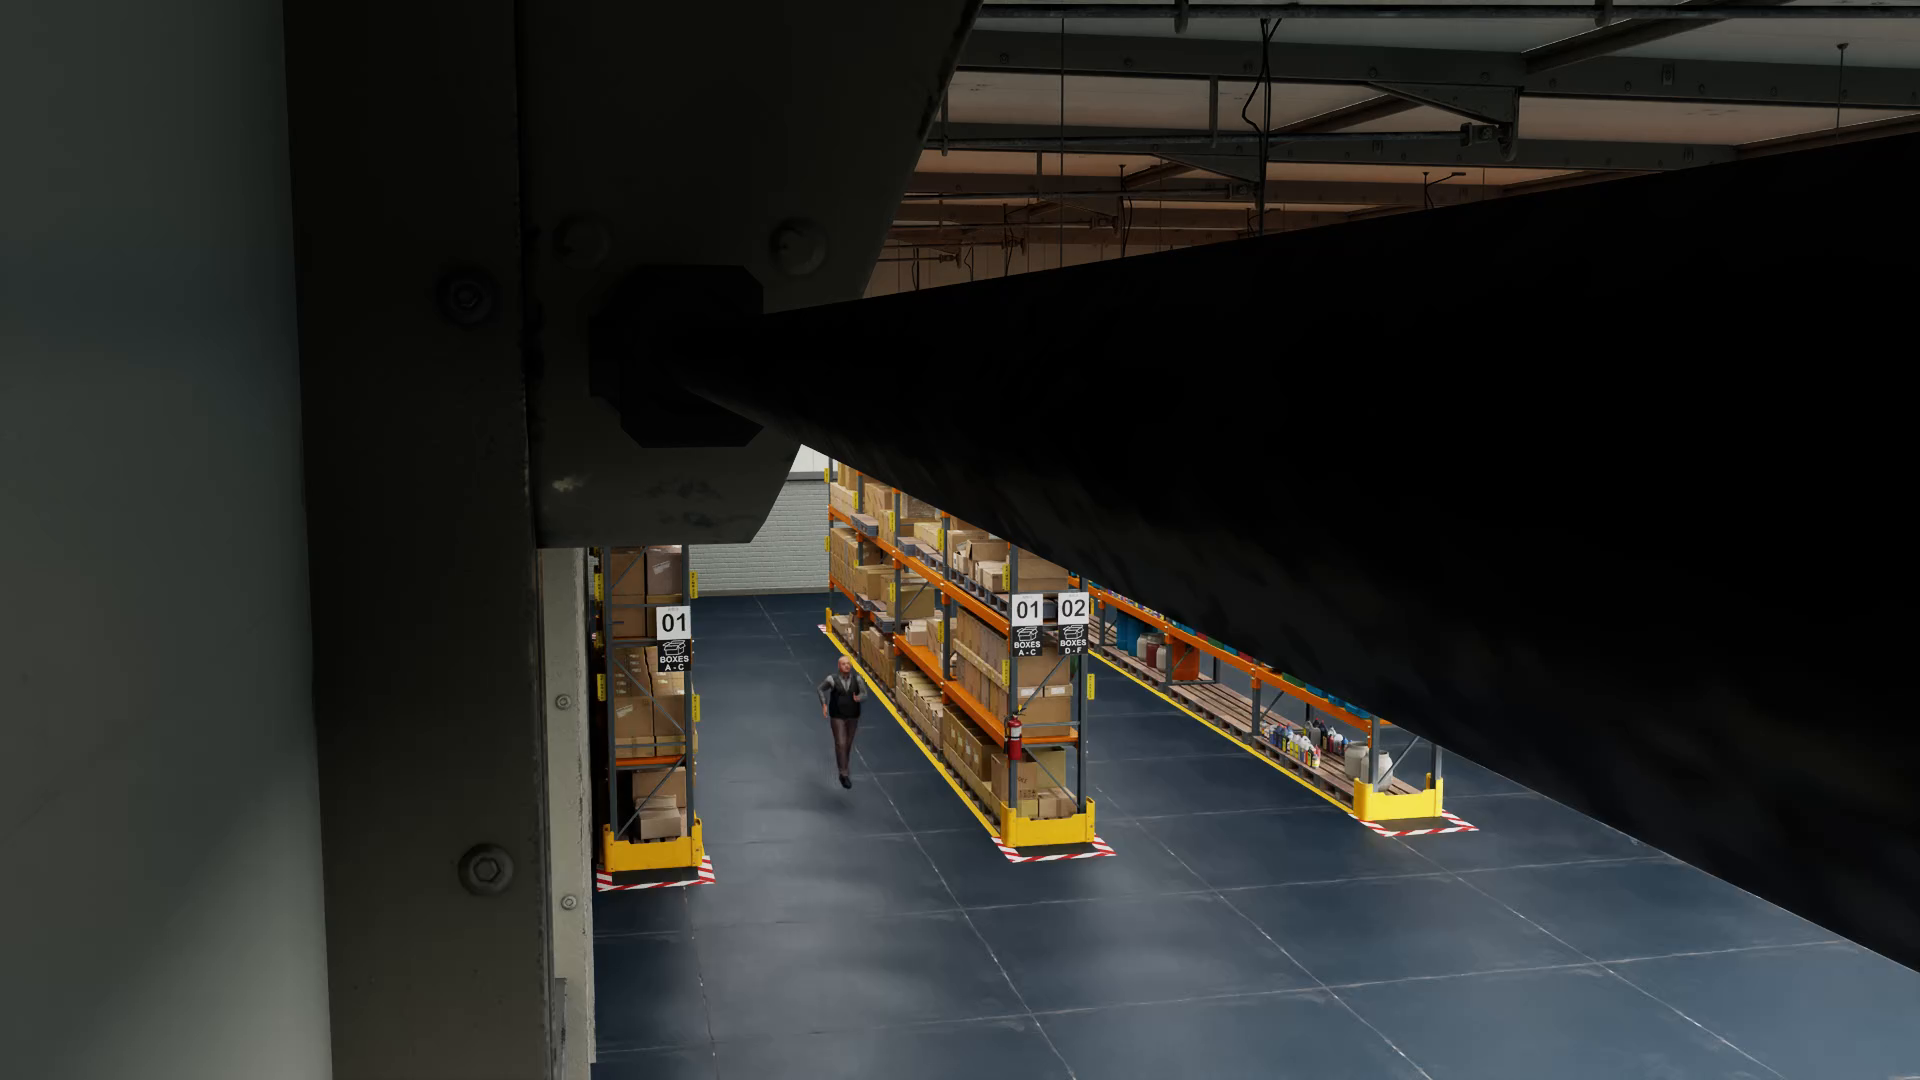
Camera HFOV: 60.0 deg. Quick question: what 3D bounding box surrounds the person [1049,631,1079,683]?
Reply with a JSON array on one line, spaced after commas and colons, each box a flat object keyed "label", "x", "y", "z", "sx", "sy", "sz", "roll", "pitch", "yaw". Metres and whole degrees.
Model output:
[{"label": "person", "x": 1.902, "y": 1.787, "z": 28.757, "sx": 0.659, "sy": 1.739, "sz": 0.599, "roll": -2, "pitch": 7, "yaw": -17}]

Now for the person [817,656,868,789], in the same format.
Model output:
[{"label": "person", "x": -1.585, "y": 2.473, "z": 22.953, "sx": 0.645, "sy": 1.743, "sz": 0.863, "roll": -3, "pitch": 7, "yaw": -22}]
